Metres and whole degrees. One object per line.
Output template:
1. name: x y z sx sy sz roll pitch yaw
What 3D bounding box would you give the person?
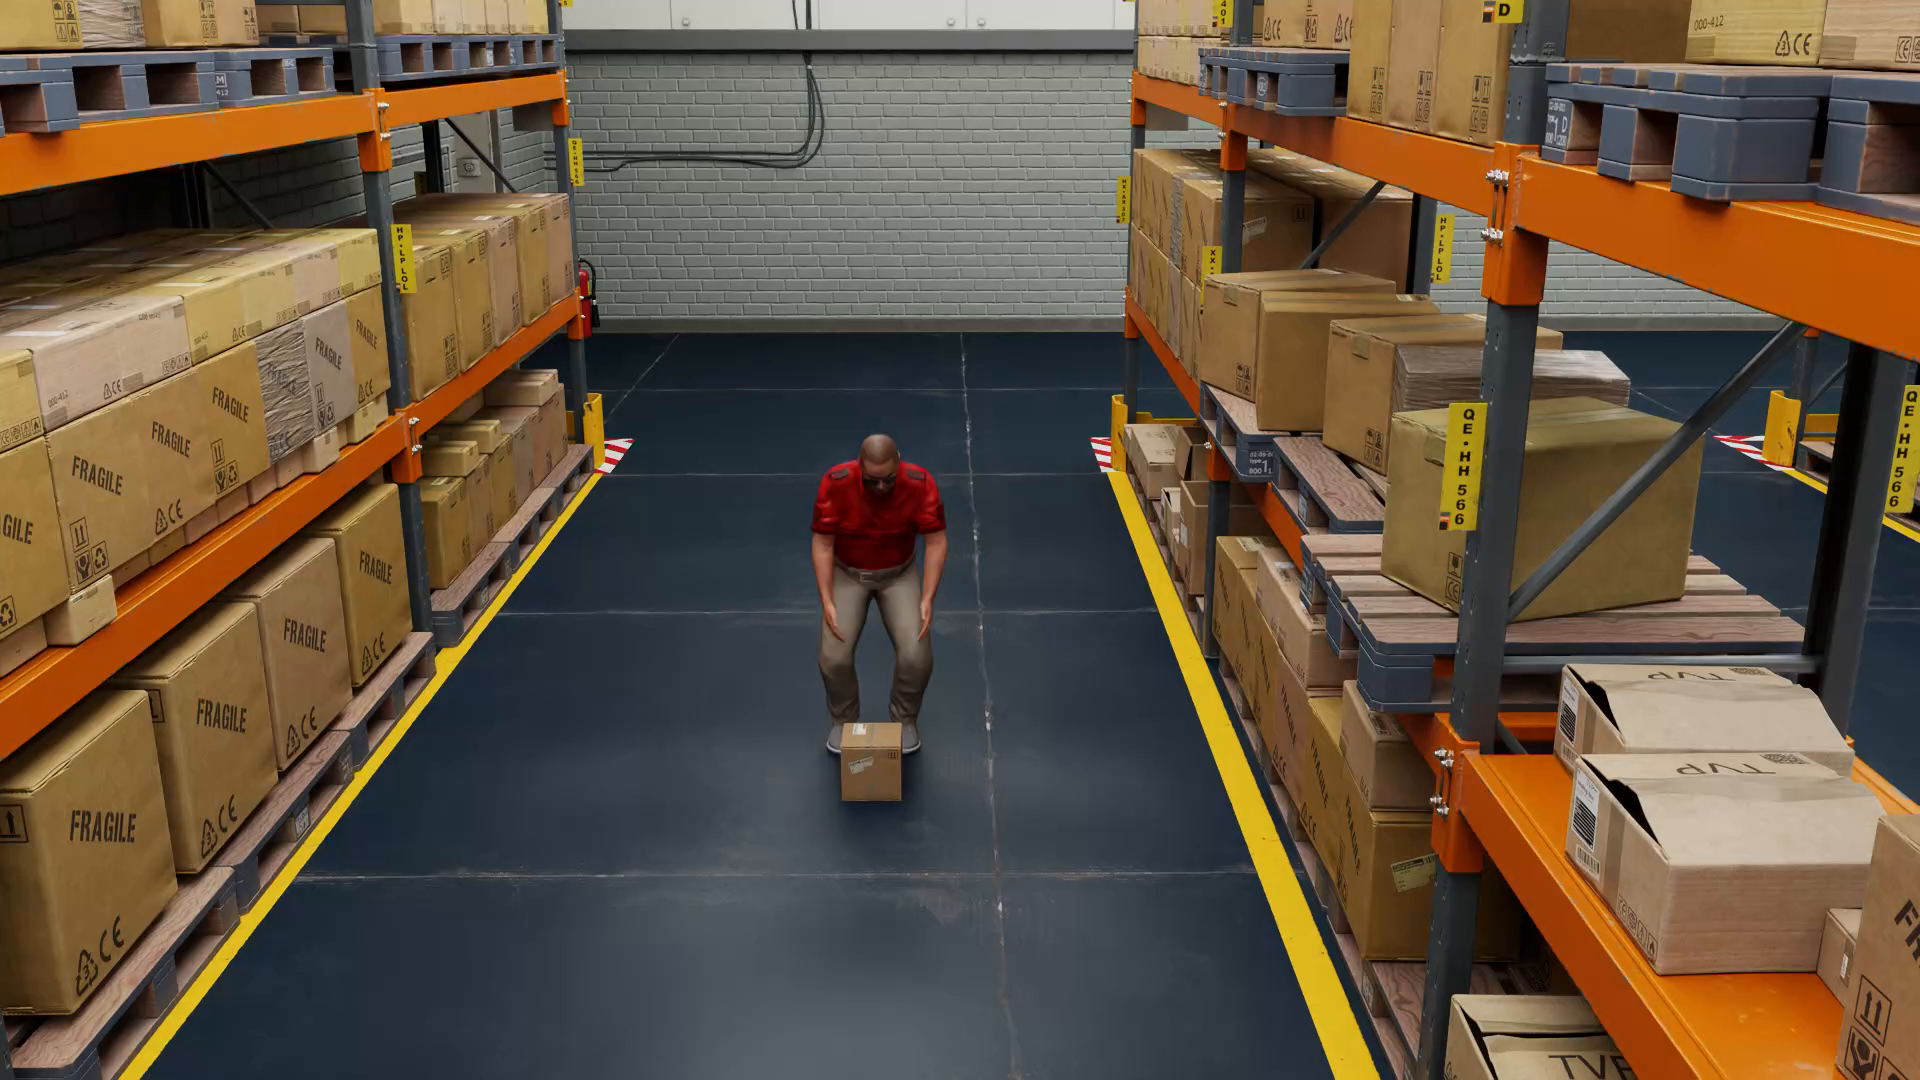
1. person: -0.346 0.213 7.297 0.587 1.494 0.644 0 17 0
